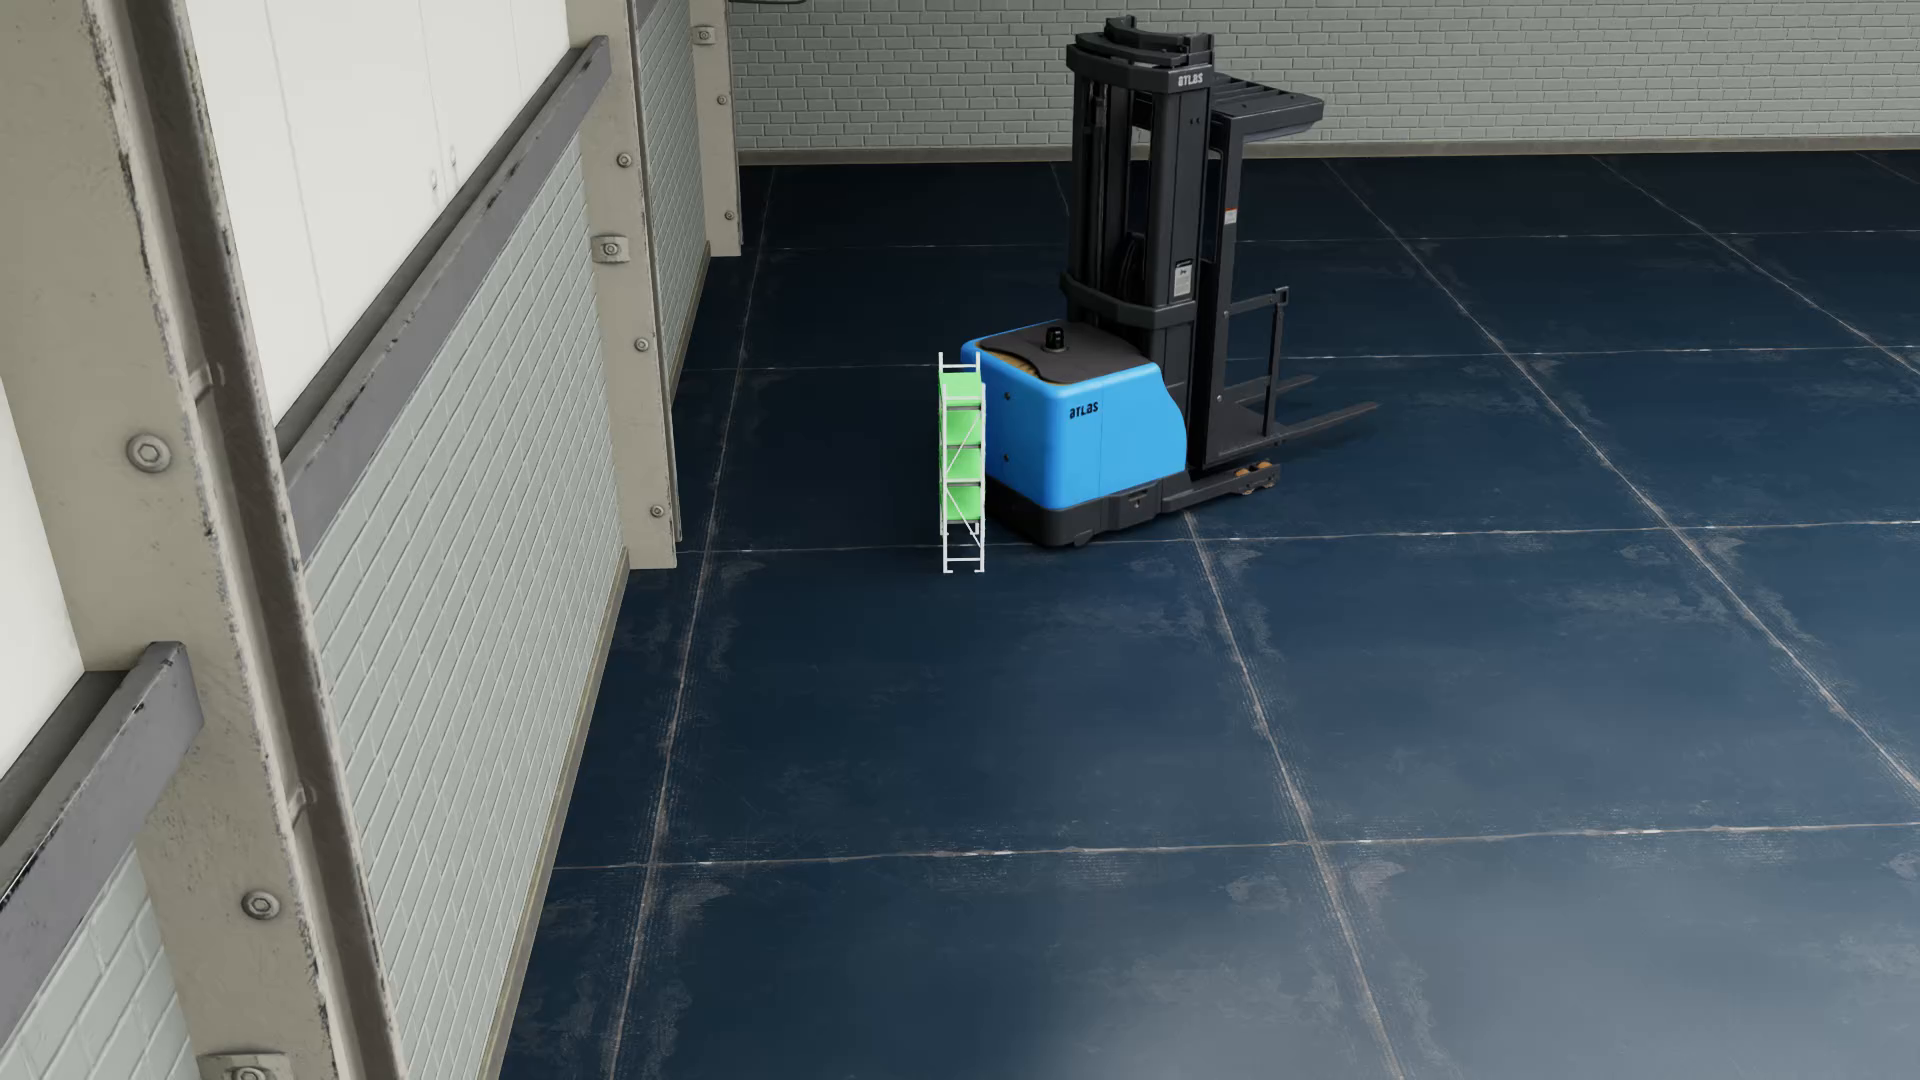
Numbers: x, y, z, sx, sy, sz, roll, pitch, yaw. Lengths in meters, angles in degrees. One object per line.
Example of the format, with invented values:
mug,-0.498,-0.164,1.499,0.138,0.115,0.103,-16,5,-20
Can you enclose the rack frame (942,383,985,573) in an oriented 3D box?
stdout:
rack frame,0.021,-0.343,9.610,0.240,1.200,0.015,-1,28,-3

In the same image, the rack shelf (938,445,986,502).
rack shelf,0.009,-0.399,9.856,0.258,0.148,0.480,-1,28,-3

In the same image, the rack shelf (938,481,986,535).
rack shelf,0.009,-0.186,9.966,0.258,0.148,0.480,-1,28,-3

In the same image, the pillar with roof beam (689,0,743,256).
pillar with roof beam,2.124,-6.786,13.530,9.100,9.000,0.400,-1,28,-3

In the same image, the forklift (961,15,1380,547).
forklift,1.492,-1.775,10.484,3.031,2.935,1.130,-18,32,-30

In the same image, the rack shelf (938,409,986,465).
rack shelf,0.009,-0.612,9.745,0.258,0.148,0.480,-1,28,-3

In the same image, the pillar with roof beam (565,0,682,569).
pillar with roof beam,2.437,-4.015,8.217,9.100,9.000,0.400,-1,28,-3

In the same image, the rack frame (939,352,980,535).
rack frame,-0.004,-0.568,10.042,0.240,1.200,0.015,-1,28,-3

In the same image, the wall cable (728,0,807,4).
wall cable,-1.008,-6.697,16.718,3.097,2.526,0.112,-1,28,-3

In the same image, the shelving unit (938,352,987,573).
shelving unit,0.009,-0.456,9.826,0.258,1.200,0.503,-1,28,-3

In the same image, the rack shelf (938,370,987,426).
rack shelf,0.009,-0.824,9.634,0.258,0.148,0.480,-1,28,-3
